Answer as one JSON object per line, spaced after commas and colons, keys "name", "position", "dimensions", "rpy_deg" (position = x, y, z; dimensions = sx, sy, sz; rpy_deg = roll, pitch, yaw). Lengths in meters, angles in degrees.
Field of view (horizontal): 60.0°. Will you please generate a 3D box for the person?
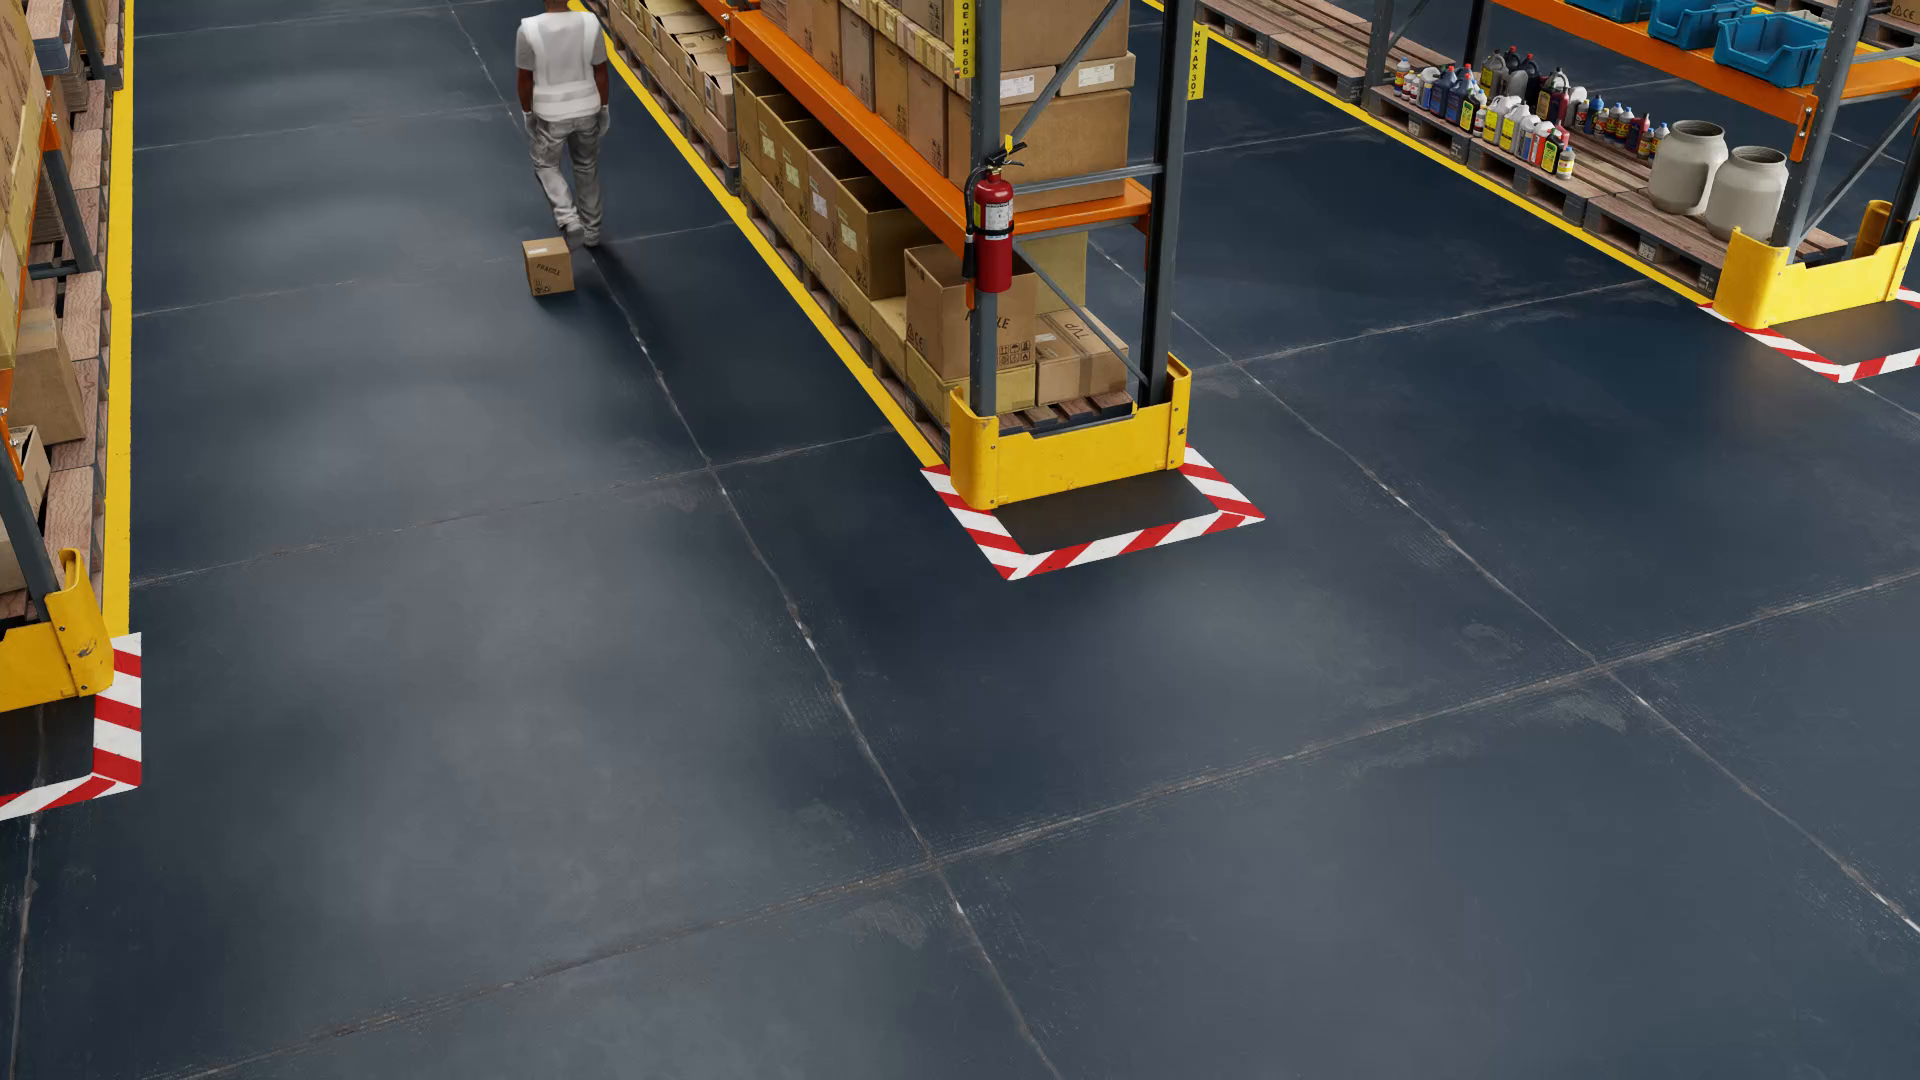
{"name": "person", "position": [-2.372, -2.583, 10.042], "dimensions": [0.547, 1.775, 0.650], "rpy_deg": [-15, 36, -21]}
